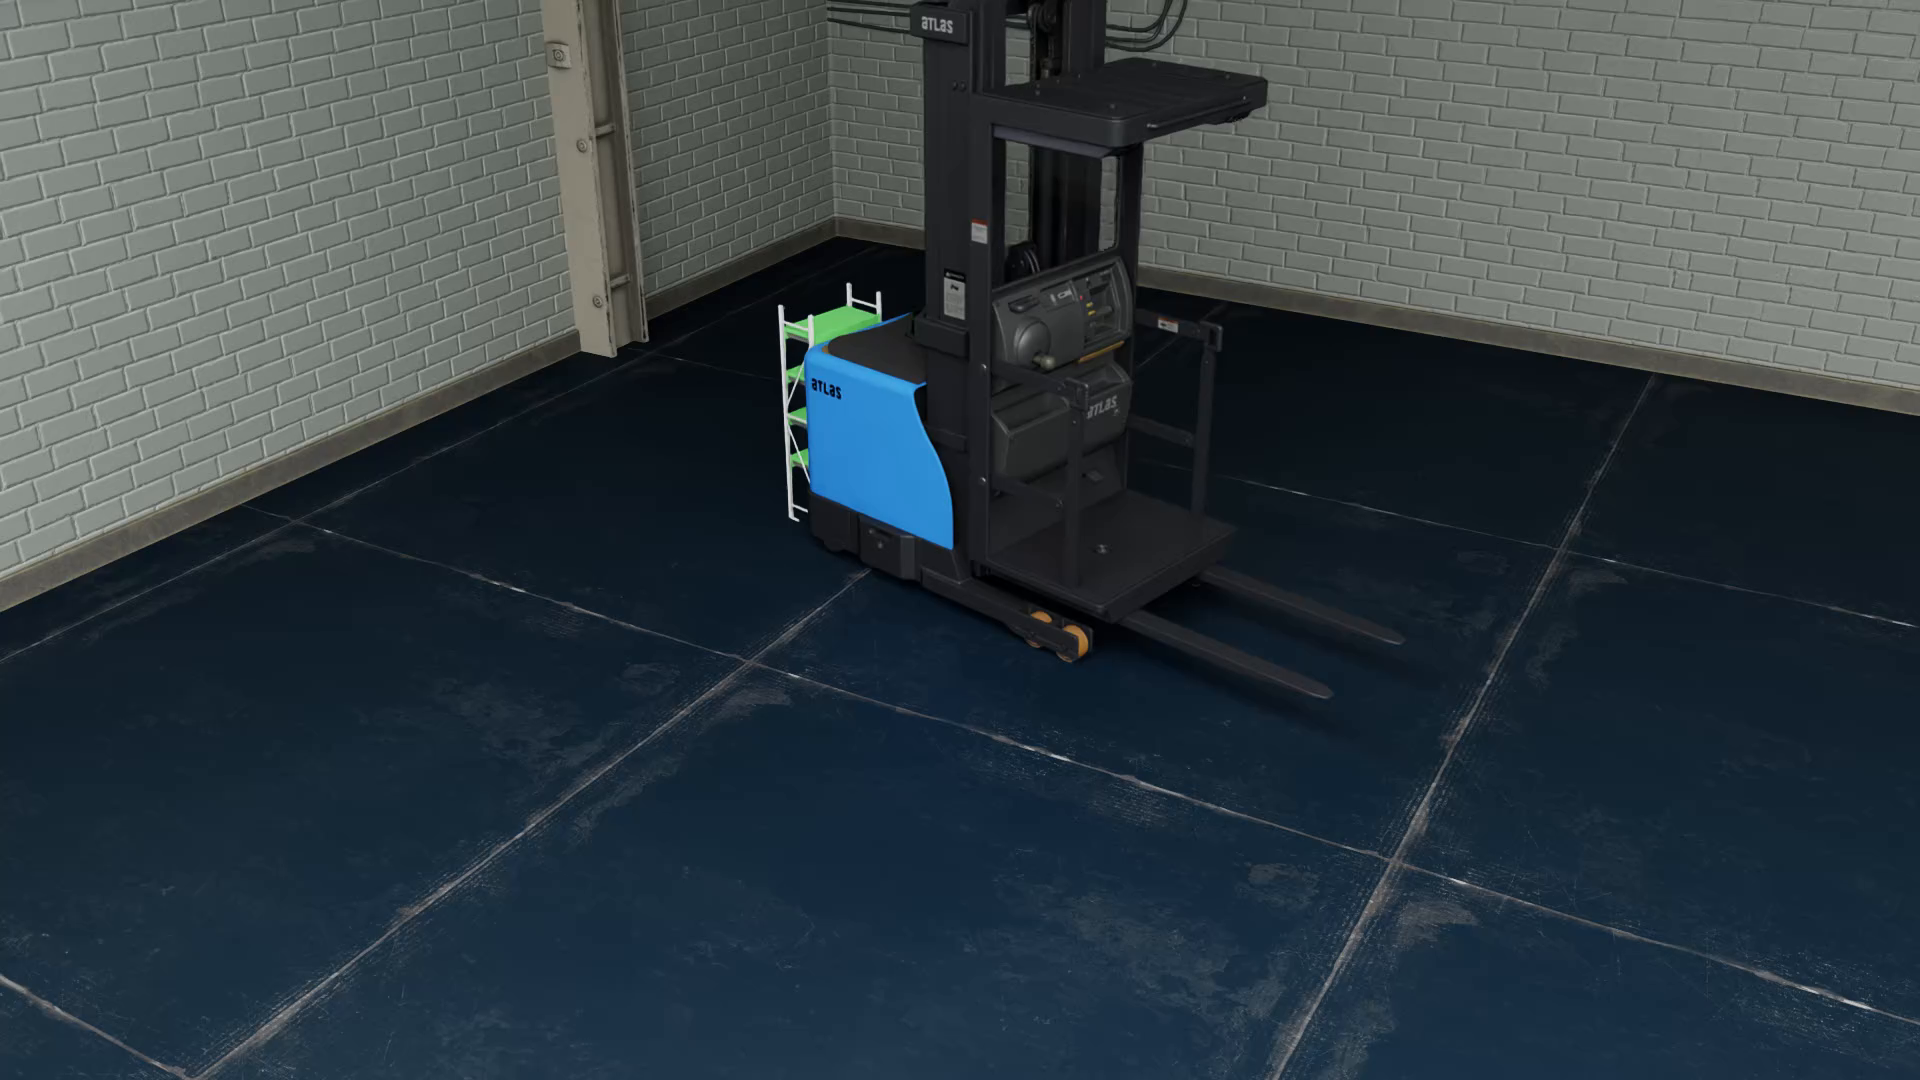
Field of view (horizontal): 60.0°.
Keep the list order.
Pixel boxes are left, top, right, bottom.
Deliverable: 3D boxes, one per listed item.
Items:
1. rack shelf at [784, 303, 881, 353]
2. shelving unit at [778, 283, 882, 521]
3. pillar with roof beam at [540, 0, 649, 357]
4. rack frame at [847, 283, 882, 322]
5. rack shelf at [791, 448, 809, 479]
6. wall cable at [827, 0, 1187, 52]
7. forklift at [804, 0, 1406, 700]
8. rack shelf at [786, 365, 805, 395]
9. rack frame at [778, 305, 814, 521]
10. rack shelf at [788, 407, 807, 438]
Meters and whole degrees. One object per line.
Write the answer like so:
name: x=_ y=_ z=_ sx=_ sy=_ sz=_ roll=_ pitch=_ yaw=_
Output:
rack shelf: x=-0.667 y=-1.076 z=8.630 sx=0.258 sy=0.148 sz=0.480 roll=22 pitch=34 yaw=37
shelving unit: x=-0.667 y=-0.704 z=8.816 sx=0.258 sy=1.200 sz=0.503 roll=22 pitch=34 yaw=37
pillar with roof beam: x=1.369 y=-4.416 z=7.519 sx=9.100 sy=9.000 sz=0.400 roll=14 pitch=30 yaw=26
rack frame: x=-0.505 y=-0.786 z=8.979 sx=0.240 sy=1.200 sz=0.015 roll=22 pitch=34 yaw=37
rack shelf: x=-0.667 y=-0.432 z=8.952 sx=0.258 sy=0.148 sz=0.480 roll=22 pitch=34 yaw=37
wall cable: x=0.221 y=-4.832 z=11.820 sx=3.097 sy=2.526 sz=0.112 roll=14 pitch=30 yaw=26
forklift: x=0.636 y=-1.016 z=7.506 sx=3.031 sy=2.935 sz=1.130 roll=22 pitch=34 yaw=37
rack shelf: x=-0.667 y=-0.862 z=8.737 sx=0.258 sy=0.148 sz=0.480 roll=22 pitch=34 yaw=37
rack frame: x=-0.830 y=-0.623 z=8.654 sx=0.240 sy=1.200 sz=0.015 roll=22 pitch=34 yaw=37
rack shelf: x=-0.667 y=-0.647 z=8.845 sx=0.258 sy=0.148 sz=0.480 roll=22 pitch=34 yaw=37
